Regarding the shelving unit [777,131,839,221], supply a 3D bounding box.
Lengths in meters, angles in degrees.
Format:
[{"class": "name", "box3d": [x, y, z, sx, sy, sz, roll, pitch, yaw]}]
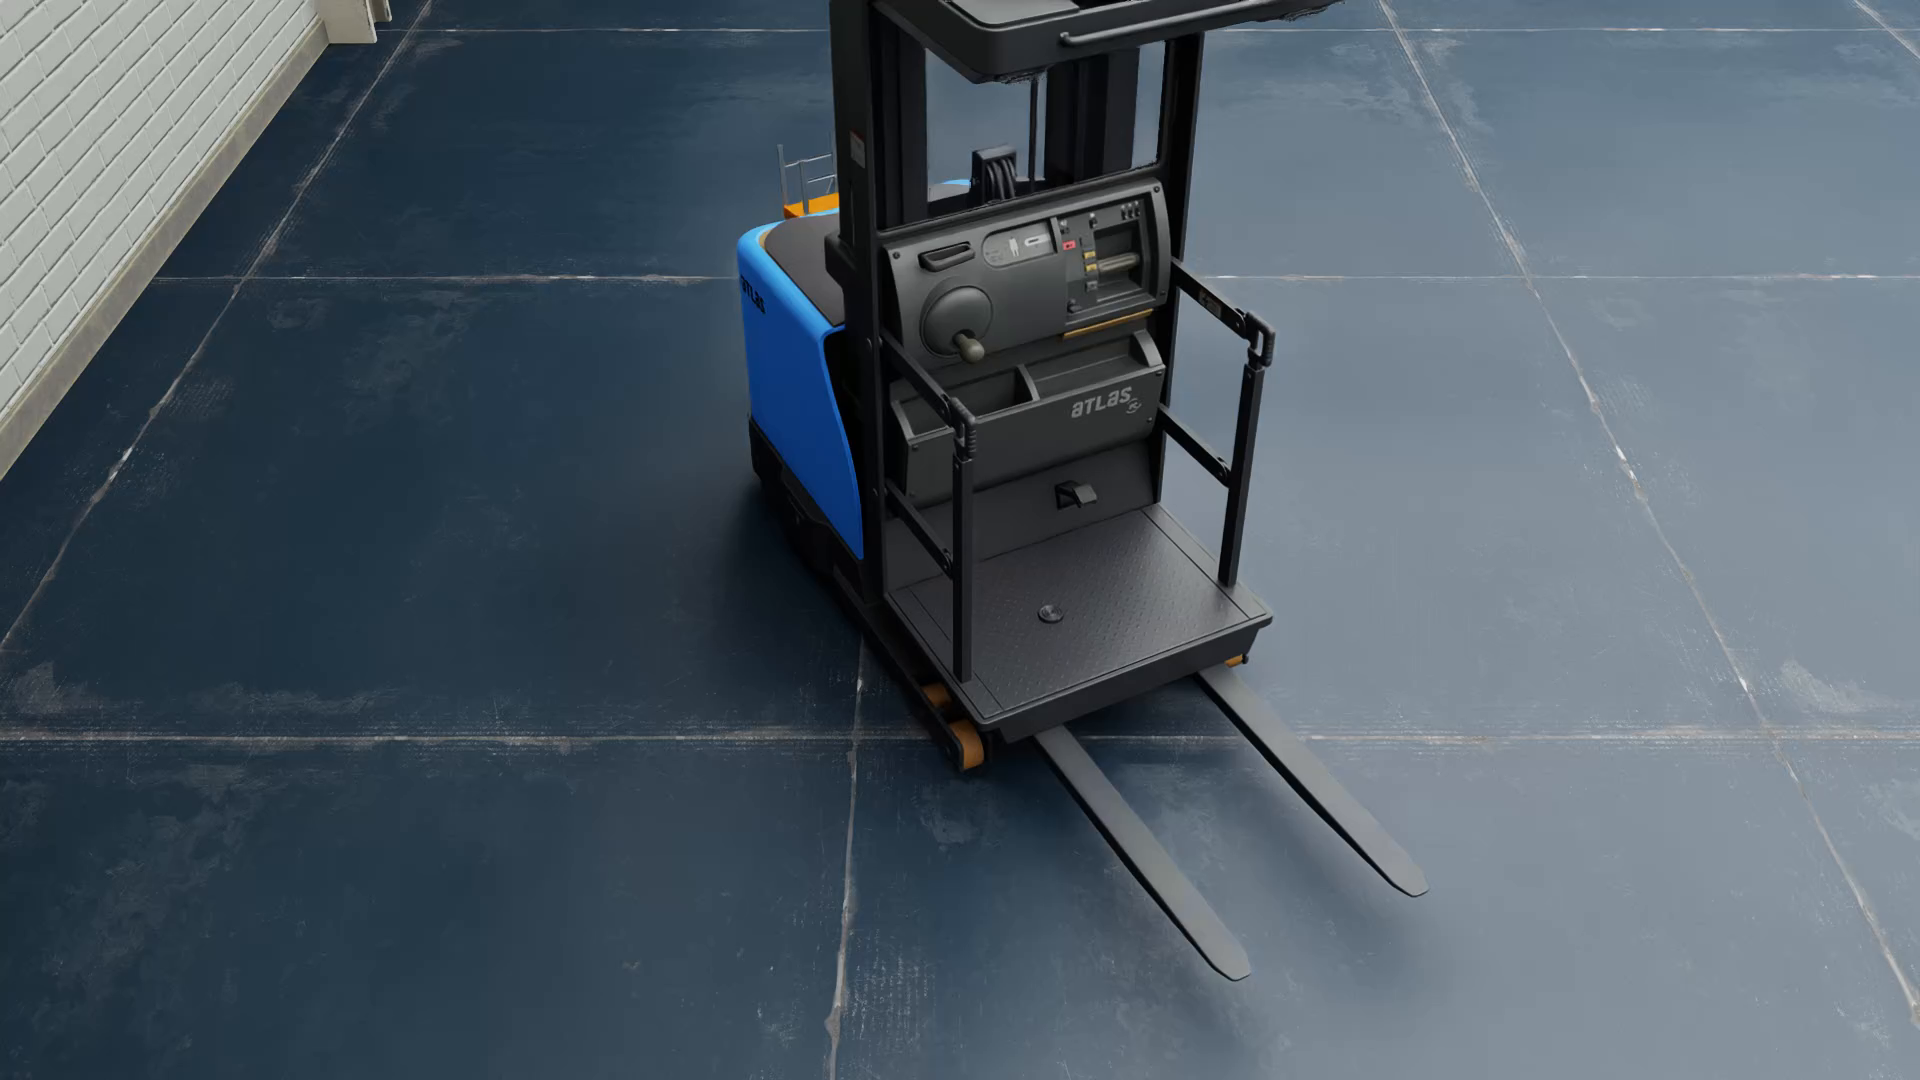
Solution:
[{"class": "shelving unit", "box3d": [-0.503, -0.963, 6.483, 0.258, 1.200, 0.189, -21, 39, -24]}]

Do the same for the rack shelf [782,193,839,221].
[{"class": "rack shelf", "box3d": [-0.516, -1.222, 6.303, 0.258, 0.103, 0.180, -21, 39, -24]}]

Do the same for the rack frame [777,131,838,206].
[{"class": "rack frame", "box3d": [-0.550, -1.007, 6.549, 0.240, 1.200, 0.006, -21, 39, -24]}]

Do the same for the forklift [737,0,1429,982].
[{"class": "forklift", "box3d": [0.321, -0.729, 4.816, 1.130, 2.935, 3.031, -18, 42, -21]}]

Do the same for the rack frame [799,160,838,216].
[{"class": "rack frame", "box3d": [-0.456, -0.920, 6.418, 0.240, 1.200, 0.006, -21, 39, -24]}]
